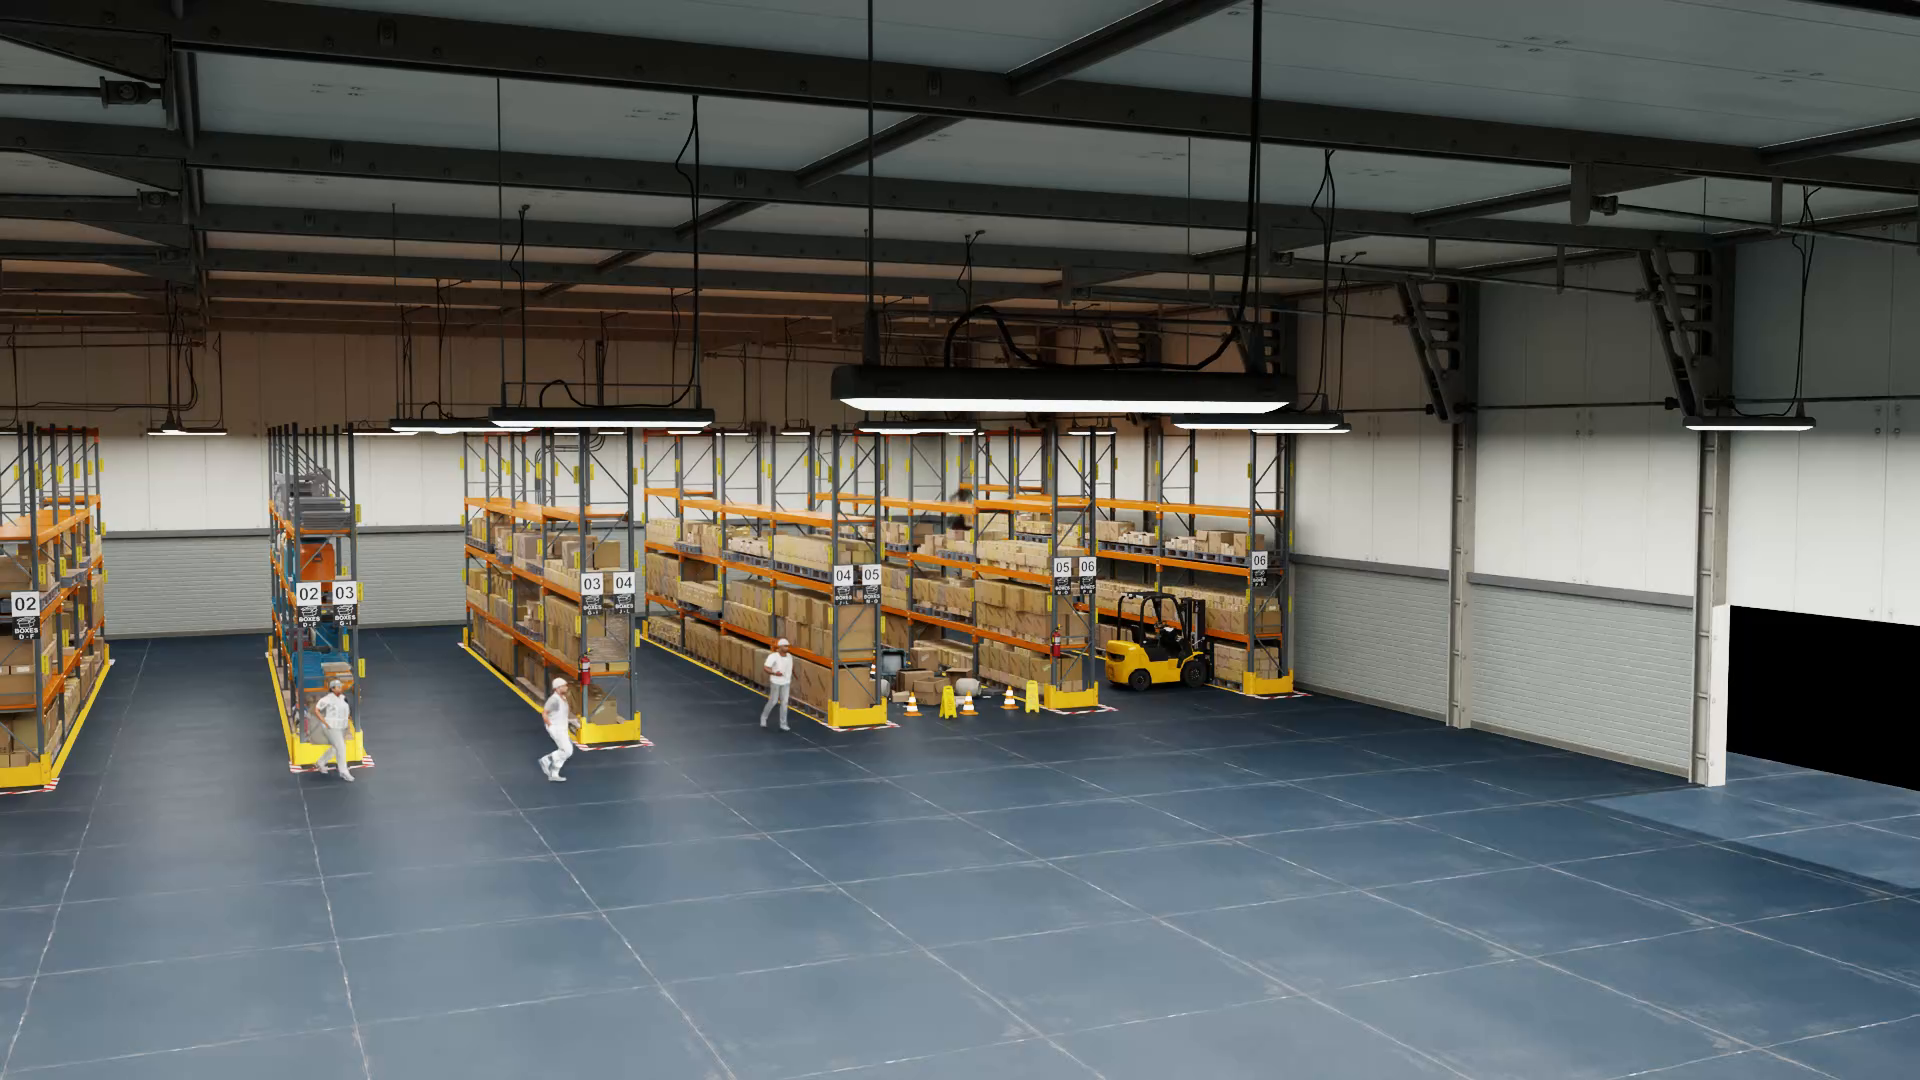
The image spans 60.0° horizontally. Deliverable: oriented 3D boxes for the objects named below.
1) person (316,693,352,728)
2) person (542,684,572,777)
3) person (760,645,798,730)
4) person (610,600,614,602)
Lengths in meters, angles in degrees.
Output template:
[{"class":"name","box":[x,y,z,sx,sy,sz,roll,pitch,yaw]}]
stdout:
[{"class":"person","box":[-10.497,2.857,27.958,0.437,0.593,0.578,1,4,15]},{"class":"person","box":[-6.700,3.162,27.744,0.511,1.630,0.647,0,4,6]},{"class":"person","box":[-3.485,2.839,32.697,0.764,1.708,0.899,-3,4,-37]},{"class":"person","box":[-9.989,1.522,47.940,0.592,0.750,0.486,2,4,31]}]
